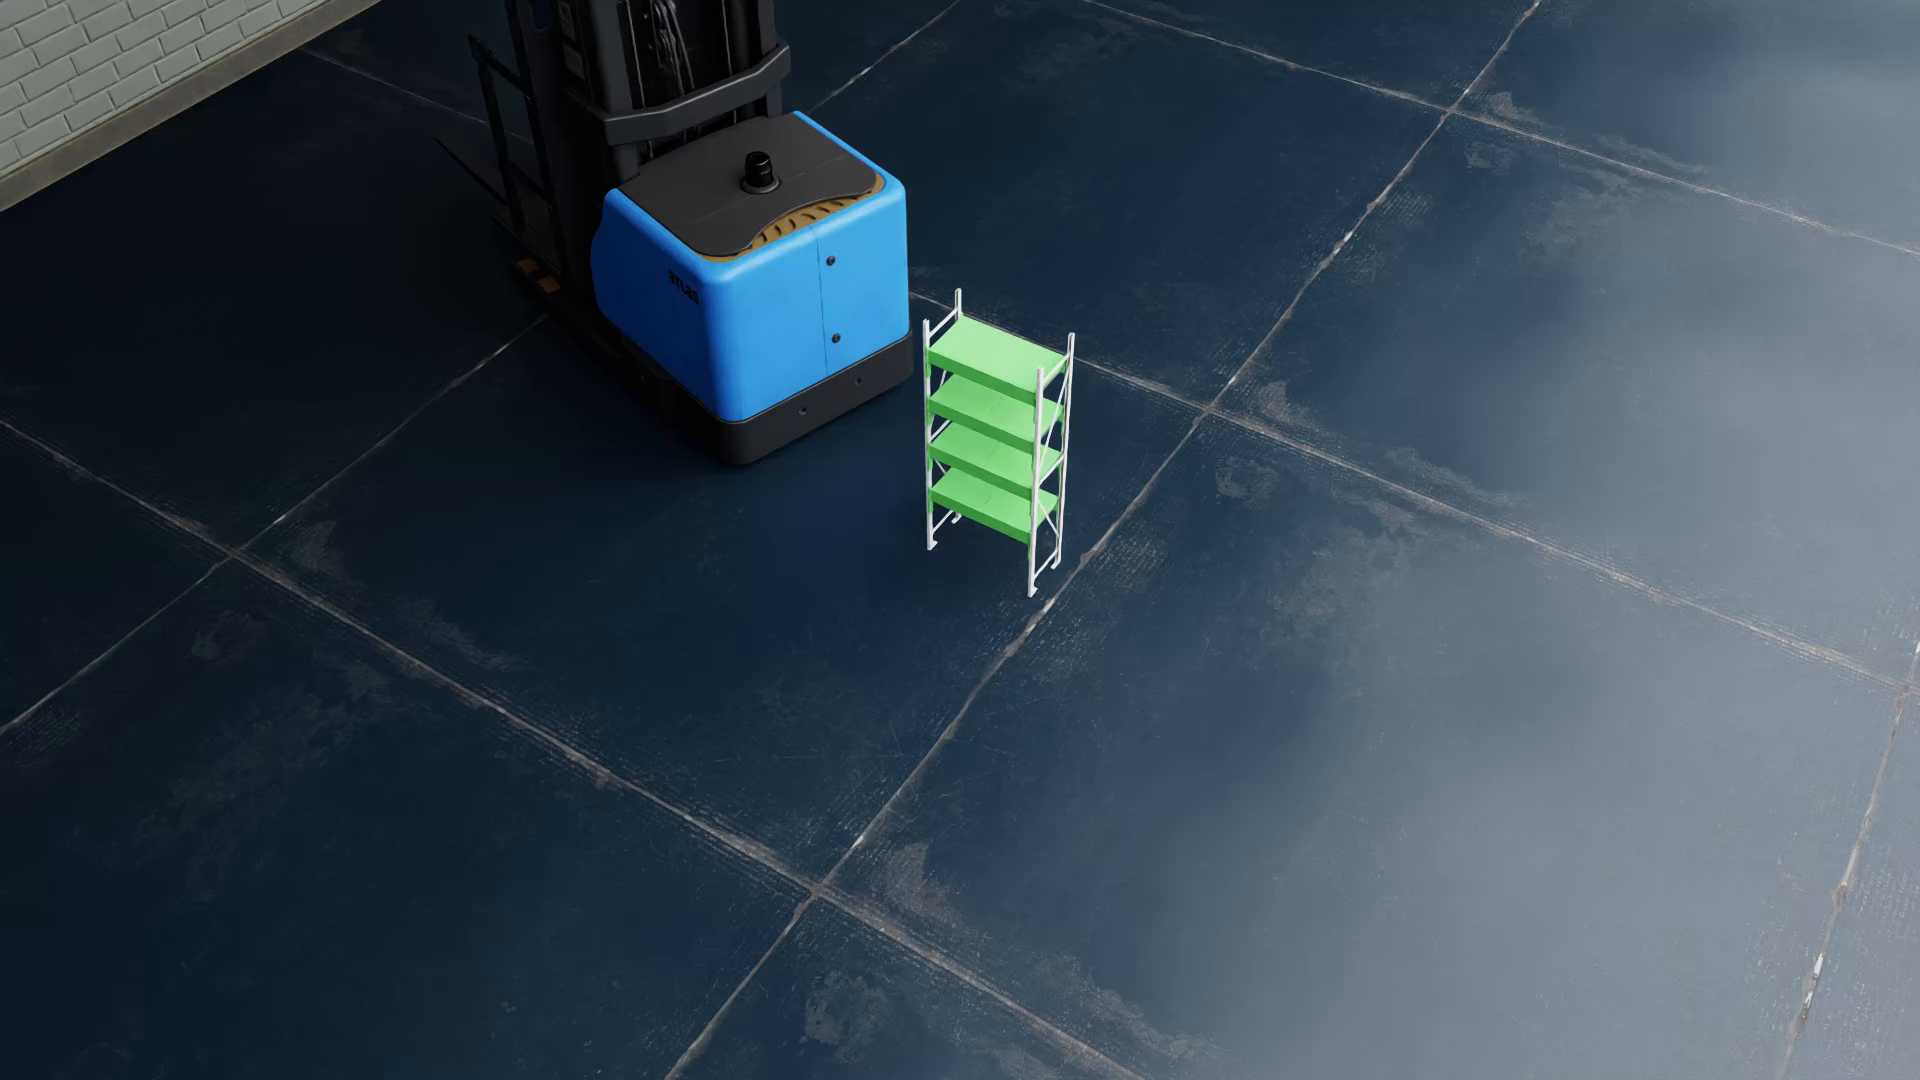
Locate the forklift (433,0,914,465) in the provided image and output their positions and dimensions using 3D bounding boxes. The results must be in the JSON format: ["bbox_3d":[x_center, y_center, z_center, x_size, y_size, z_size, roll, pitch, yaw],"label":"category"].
[{"bbox_3d":[-1.544,-2.337,7.199,1.130,2.935,3.031,-31,53,-27],"label":"forklift"}]

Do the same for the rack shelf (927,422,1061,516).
[{"bbox_3d":[0.139,-0.310,6.525,0.480,0.148,0.258,25,51,22],"label":"rack shelf"}]

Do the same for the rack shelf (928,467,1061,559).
[{"bbox_3d":[0.139,-0.142,6.697,0.480,0.148,0.258,25,51,22],"label":"rack shelf"}]

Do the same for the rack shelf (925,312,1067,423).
[{"bbox_3d":[0.139,-0.644,6.181,0.480,0.148,0.258,25,51,22],"label":"rack shelf"}]

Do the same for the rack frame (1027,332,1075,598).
[{"bbox_3d":[0.345,-0.260,6.387,0.015,1.200,0.240,25,51,22],"label":"rack frame"}]

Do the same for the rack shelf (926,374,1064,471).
[{"bbox_3d":[0.139,-0.477,6.353,0.480,0.148,0.258,25,51,22],"label":"rack shelf"}]

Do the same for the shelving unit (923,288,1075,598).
[{"bbox_3d":[0.139,-0.354,6.479,0.503,1.200,0.258,25,51,22],"label":"shelving unit"}]

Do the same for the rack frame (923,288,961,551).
[{"bbox_3d":[-0.066,-0.449,6.571,0.015,1.200,0.240,25,51,22],"label":"rack frame"}]
